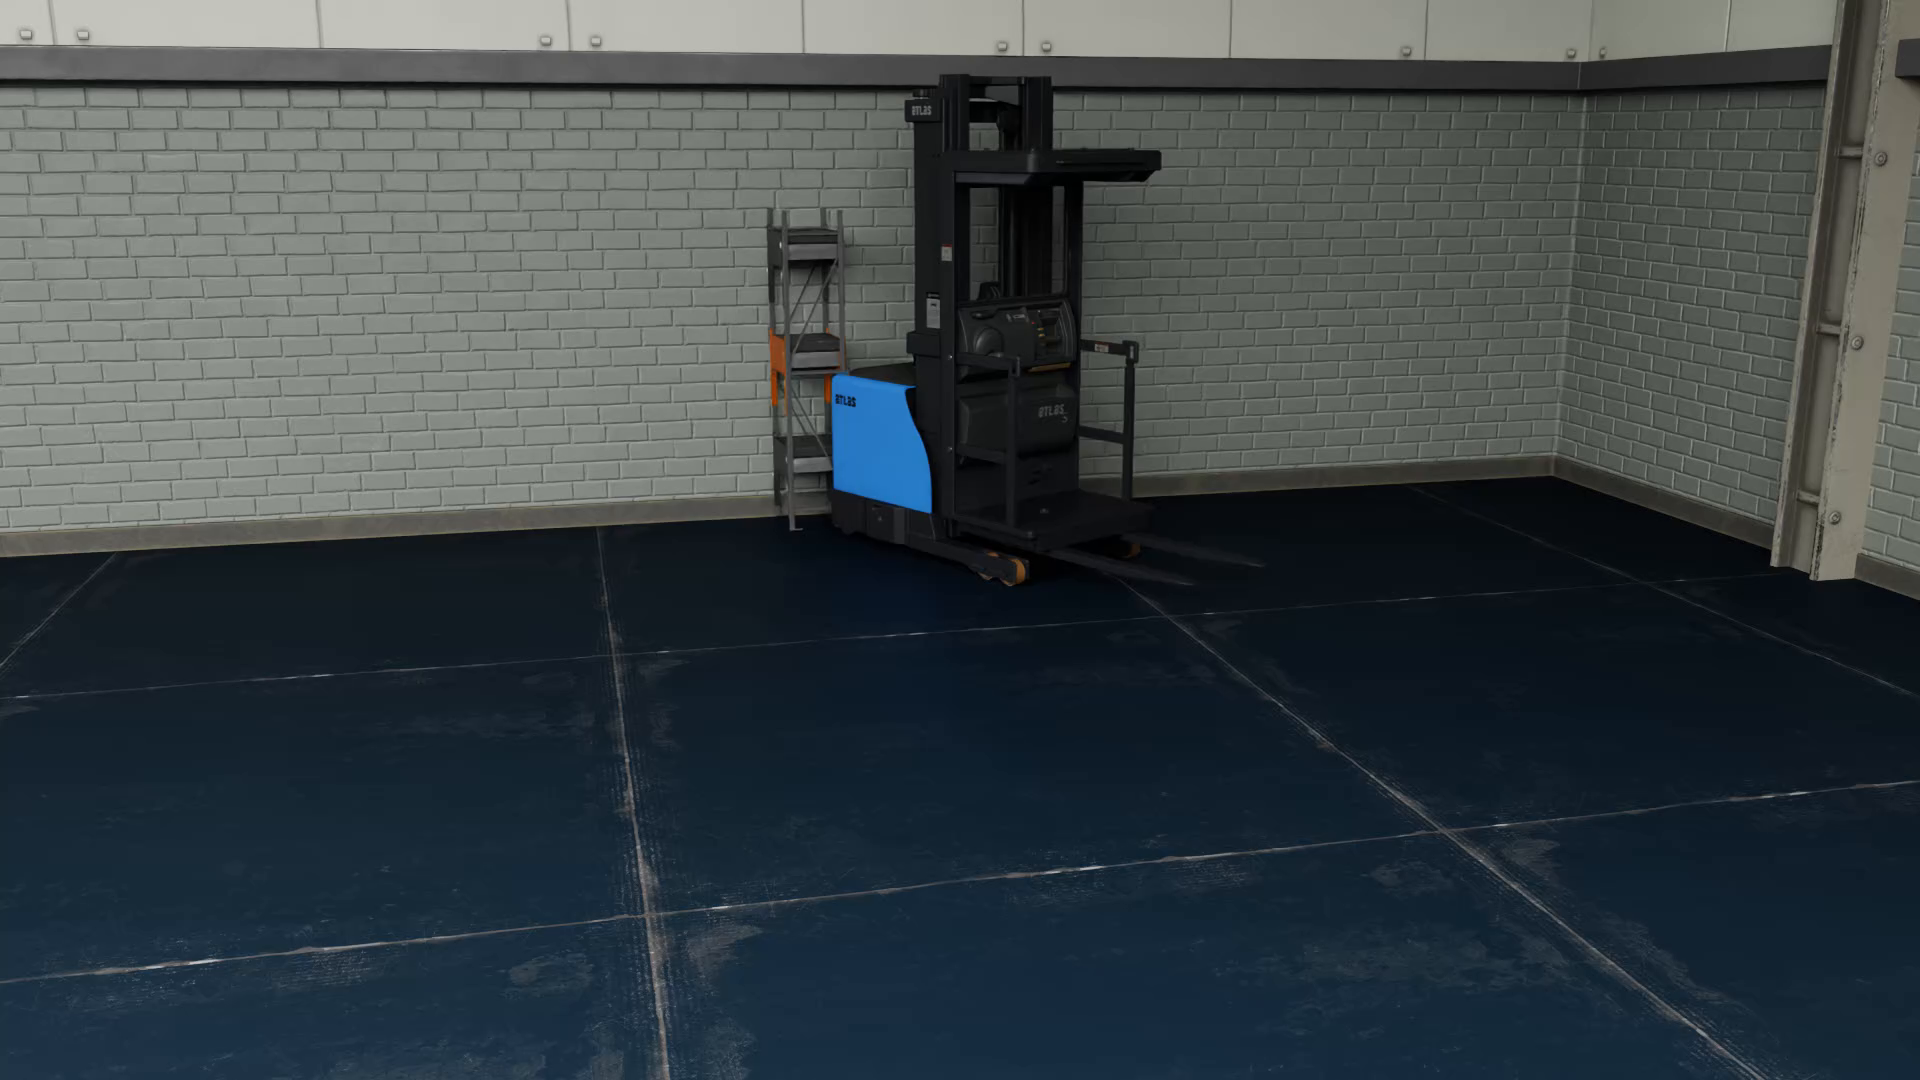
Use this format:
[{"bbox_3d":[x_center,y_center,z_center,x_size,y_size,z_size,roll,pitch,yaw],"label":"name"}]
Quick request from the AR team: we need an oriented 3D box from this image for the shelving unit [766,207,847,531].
[{"bbox_3d":[-1.021,-1.151,11.156,0.431,2.100,0.503,-4,14,-17],"label":"shelving unit"}]

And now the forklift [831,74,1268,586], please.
[{"bbox_3d":[0.497,-1.285,10.012,1.130,2.935,3.031,-12,18,-40],"label":"forklift"}]

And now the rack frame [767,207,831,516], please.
[{"bbox_3d":[-1.094,-1.203,11.382,0.400,2.100,0.015,-4,14,-17],"label":"rack frame"}]

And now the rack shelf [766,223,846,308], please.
[{"bbox_3d":[-1.023,-1.819,11.000,0.431,0.518,0.480,-4,14,-17],"label":"rack shelf"}]

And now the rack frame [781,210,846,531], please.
[{"bbox_3d":[-0.948,-1.098,10.929,0.400,2.100,0.015,-4,14,-17],"label":"rack frame"}]

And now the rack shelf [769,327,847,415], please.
[{"bbox_3d":[-1.021,-1.138,11.159,0.431,0.518,0.480,-4,14,-17],"label":"rack shelf"}]

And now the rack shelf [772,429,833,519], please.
[{"bbox_3d":[-1.019,-0.456,11.317,0.431,0.518,0.480,-4,14,-17],"label":"rack shelf"}]

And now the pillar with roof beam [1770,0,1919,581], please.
[{"bbox_3d":[1.025,-3.942,8.101,9.100,9.000,0.400,-3,14,-13],"label":"pillar with roof beam"}]
